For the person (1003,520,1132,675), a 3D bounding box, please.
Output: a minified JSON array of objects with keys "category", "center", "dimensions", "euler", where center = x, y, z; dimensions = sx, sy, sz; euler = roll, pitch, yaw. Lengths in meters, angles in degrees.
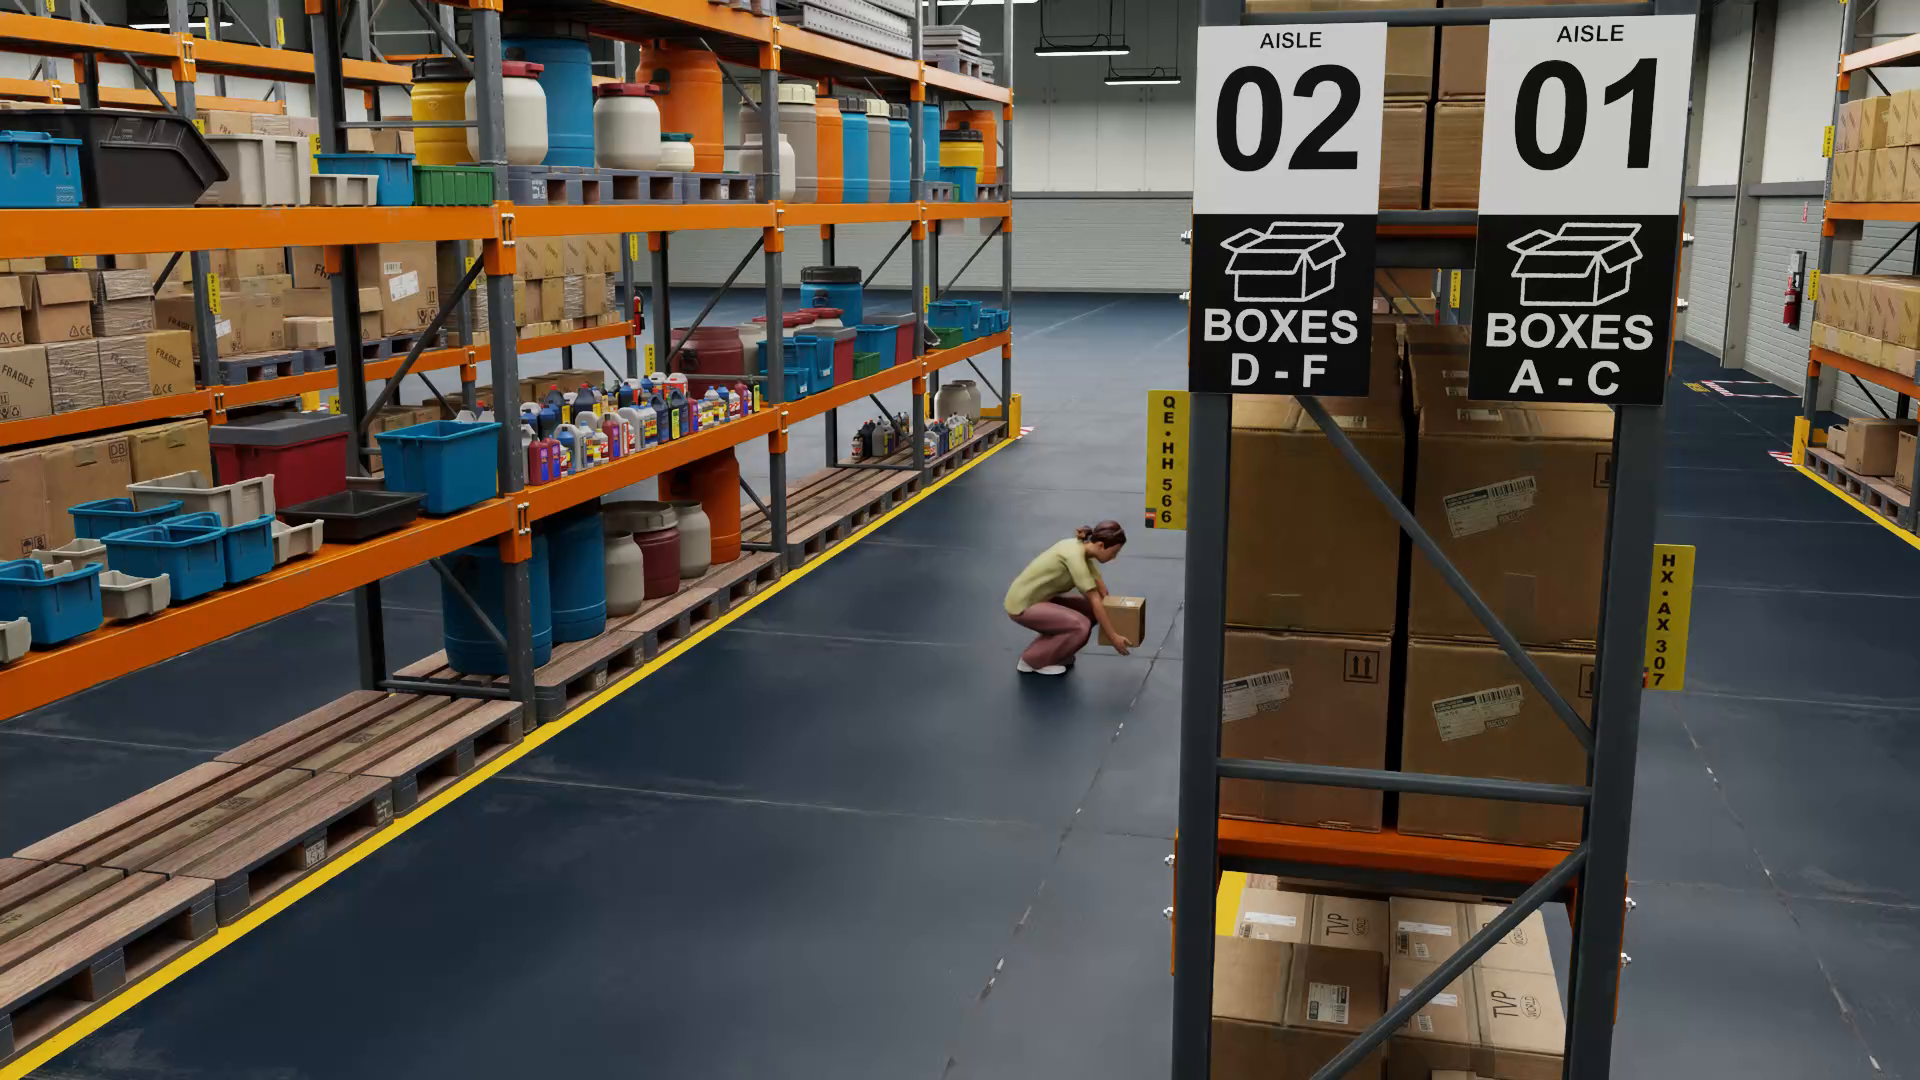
[{"category":"person","center":[0.678,0.340,10.149],"dimensions":[0.809,0.941,0.468],"euler":[3,12,13]}]
